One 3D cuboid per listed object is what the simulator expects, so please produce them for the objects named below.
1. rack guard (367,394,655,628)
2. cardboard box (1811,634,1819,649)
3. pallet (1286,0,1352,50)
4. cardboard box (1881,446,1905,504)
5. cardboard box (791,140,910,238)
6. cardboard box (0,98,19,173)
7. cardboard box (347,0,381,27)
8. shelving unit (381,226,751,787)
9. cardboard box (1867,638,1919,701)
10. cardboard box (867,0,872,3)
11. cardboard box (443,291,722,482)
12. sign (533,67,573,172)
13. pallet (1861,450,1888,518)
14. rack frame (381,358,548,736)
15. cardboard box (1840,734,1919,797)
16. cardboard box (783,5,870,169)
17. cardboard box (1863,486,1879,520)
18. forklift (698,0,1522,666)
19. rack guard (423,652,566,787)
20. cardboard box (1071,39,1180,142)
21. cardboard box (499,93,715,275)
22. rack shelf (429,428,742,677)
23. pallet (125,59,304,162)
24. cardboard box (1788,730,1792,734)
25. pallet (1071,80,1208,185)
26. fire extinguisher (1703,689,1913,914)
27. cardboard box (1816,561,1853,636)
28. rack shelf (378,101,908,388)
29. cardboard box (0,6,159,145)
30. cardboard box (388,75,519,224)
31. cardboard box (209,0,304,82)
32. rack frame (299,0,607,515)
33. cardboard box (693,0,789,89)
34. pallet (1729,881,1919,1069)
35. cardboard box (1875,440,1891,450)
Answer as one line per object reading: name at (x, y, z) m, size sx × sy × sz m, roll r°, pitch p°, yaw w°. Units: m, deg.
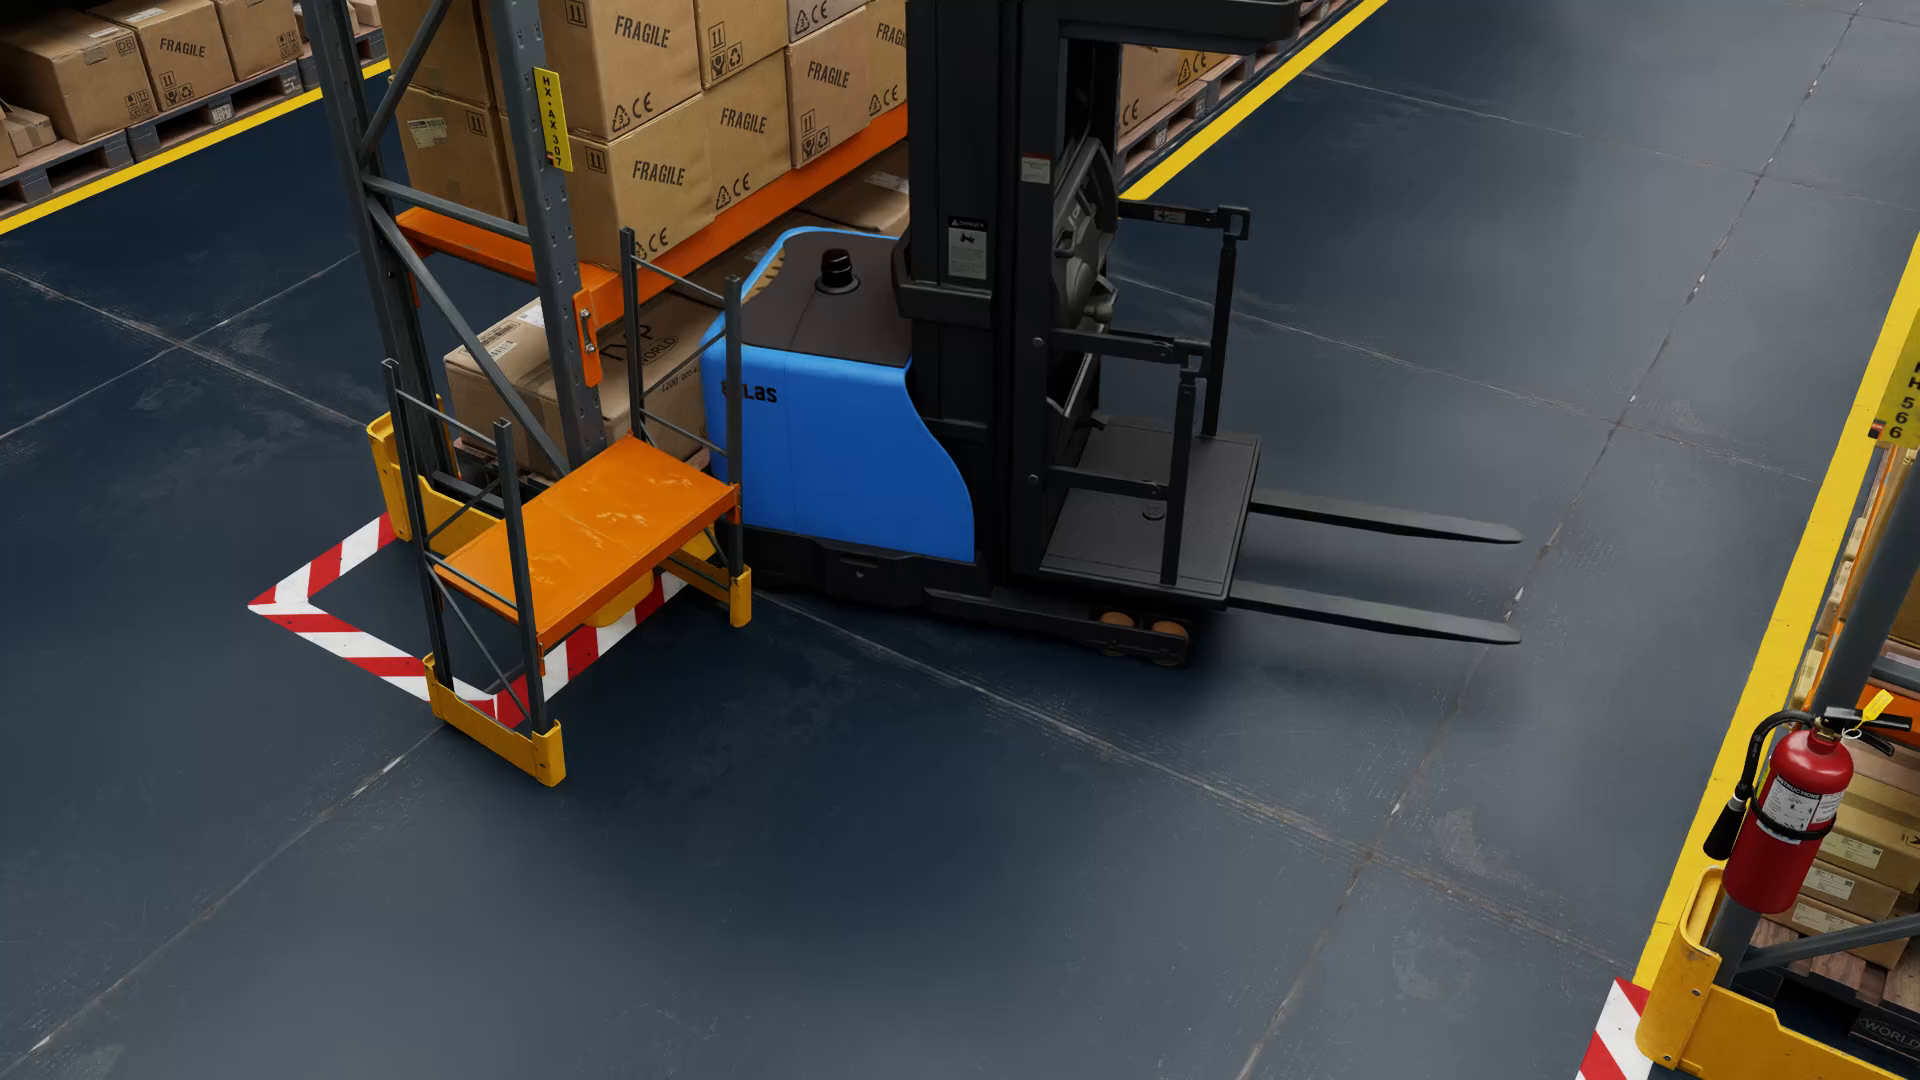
rack guard at (-1.757, -0.129, 6.508) m, size 1.175 × 0.500 × 0.348 m, roll 21°, pitch 42°, yaw 25°
cardboard box at (3.067, 0.502, 5.633) m, size 0.380 × 0.149 × 0.250 m, roll 19°, pitch 42°, yaw 23°
pallet at (2.056, -3.769, 11.466) m, size 1.003 × 0.211 × 1.213 m, roll 21°, pitch 42°, yaw 25°
cardboard box at (2.793, -0.301, 4.358) m, size 0.500 × 0.500 × 0.500 m, roll 20°, pitch 42°, yaw 24°
cardboard box at (-0.508, -1.595, 8.116) m, size 0.875 × 0.438 × 0.875 m, roll 20°, pitch 42°, yaw 24°
cardboard box at (-5.530, -2.215, 8.867) m, size 0.797 × 0.503 × 0.637 m, roll 19°, pitch 42°, yaw 23°
cardboard box at (-3.845, -3.469, 10.784) m, size 0.380 × 0.149 × 0.250 m, roll 20°, pitch 42°, yaw 24°
shelving unit at (-1.273, -0.116, 5.631) m, size 0.587 × 1.500 × 1.083 m, roll 27°, pitch 45°, yaw 22°
cardboard box at (2.425, 0.275, 4.142) m, size 0.380 × 0.149 × 0.250 m, roll 21°, pitch 42°, yaw 25°
cardboard box at (-0.440, -2.515, 6.655) m, size 0.500 × 0.500 × 0.500 m, roll 21°, pitch 42°, yaw 25°
cardboard box at (-1.475, -0.656, 6.898) m, size 0.875 × 0.438 × 0.875 m, roll 20°, pitch 42°, yaw 24°
sign at (-1.279, -1.321, 5.233) m, size 0.100 × 0.325 × 0.005 m, roll 21°, pitch 42°, yaw 25°
pallet at (4.302, -0.164, 6.790) m, size 1.003 × 0.211 × 1.213 m, roll 21°, pitch 42°, yaw 25°
rack frame at (-1.550, 0.138, 5.302) m, size 0.500 × 1.500 × 0.032 m, roll 27°, pitch 45°, yaw 22°
cardboard box at (2.742, 0.696, 4.894) m, size 0.380 × 0.149 × 0.250 m, roll 22°, pitch 43°, yaw 26°
cardboard box at (-0.710, -1.851, 6.612) m, size 0.500 × 0.500 × 0.500 m, roll 21°, pitch 42°, yaw 25°
cardboard box at (3.505, -0.020, 6.067) m, size 0.380 × 0.149 × 0.250 m, roll 21°, pitch 42°, yaw 25°
forklift at (0.621, -1.058, 5.721) m, size 3.031 × 2.935 × 1.130 m, roll 9°, pitch 39°, yaw 12°
rack guard at (-1.599, 0.610, 5.709) m, size 0.587 × 0.250 × 0.087 m, roll 27°, pitch 45°, yaw 22°
cardboard box at (0.663, -2.864, 9.405) m, size 0.875 × 0.875 × 0.875 m, roll 23°, pitch 43°, yaw 26°
cardboard box at (-1.245, -1.324, 5.929) m, size 0.500 × 0.500 × 0.500 m, roll 21°, pitch 42°, yaw 25°
rack shelf at (-1.282, 0.015, 5.754) m, size 0.538 × 0.185 × 1.000 m, roll 27°, pitch 45°, yaw 22°
pallet at (-4.816, -2.725, 10.113) m, size 1.003 × 0.211 × 1.213 m, roll 21°, pitch 42°, yaw 25°
cardboard box at (2.808, 0.647, 5.201) m, size 0.380 × 0.149 × 0.250 m, roll 19°, pitch 42°, yaw 23°
pallet at (0.748, -2.511, 9.835) m, size 1.003 × 0.211 × 1.213 m, roll 21°, pitch 42°, yaw 25°
fire extinguisher at (1.965, 0.593, 3.893) m, size 0.296 × 0.674 × 0.183 m, roll 21°, pitch 42°, yaw 25°
cardboard box at (3.063, 0.252, 5.470) m, size 0.380 × 0.149 × 0.250 m, roll 23°, pitch 43°, yaw 27°
rack shelf at (-0.673, -1.877, 7.318) m, size 1.077 × 0.370 × 4.000 m, roll 21°, pitch 42°, yaw 25°
cardboard box at (-5.039, -2.642, 9.423) m, size 0.700 × 0.500 × 0.500 m, roll 23°, pitch 43°, yaw 27°
cardboard box at (-1.710, -1.506, 6.165) m, size 0.500 × 0.500 × 0.500 m, roll 21°, pitch 42°, yaw 25°
cardboard box at (-4.483, -3.177, 10.117) m, size 0.700 × 0.500 × 0.500 m, roll 20°, pitch 42°, yaw 23°
rack frame at (-1.745, -1.131, 5.761) m, size 1.000 × 3.000 × 0.127 m, roll 21°, pitch 42°, yaw 25°
cardboard box at (-0.976, -1.990, 5.973) m, size 0.500 × 0.500 × 0.500 m, roll 20°, pitch 42°, yaw 24°
pallet at (2.995, 1.094, 5.158) m, size 1.003 × 0.211 × 1.213 m, roll 21°, pitch 42°, yaw 25°
cardboard box at (4.023, -0.444, 6.860) m, size 0.380 × 0.149 × 0.250 m, roll 22°, pitch 43°, yaw 26°
